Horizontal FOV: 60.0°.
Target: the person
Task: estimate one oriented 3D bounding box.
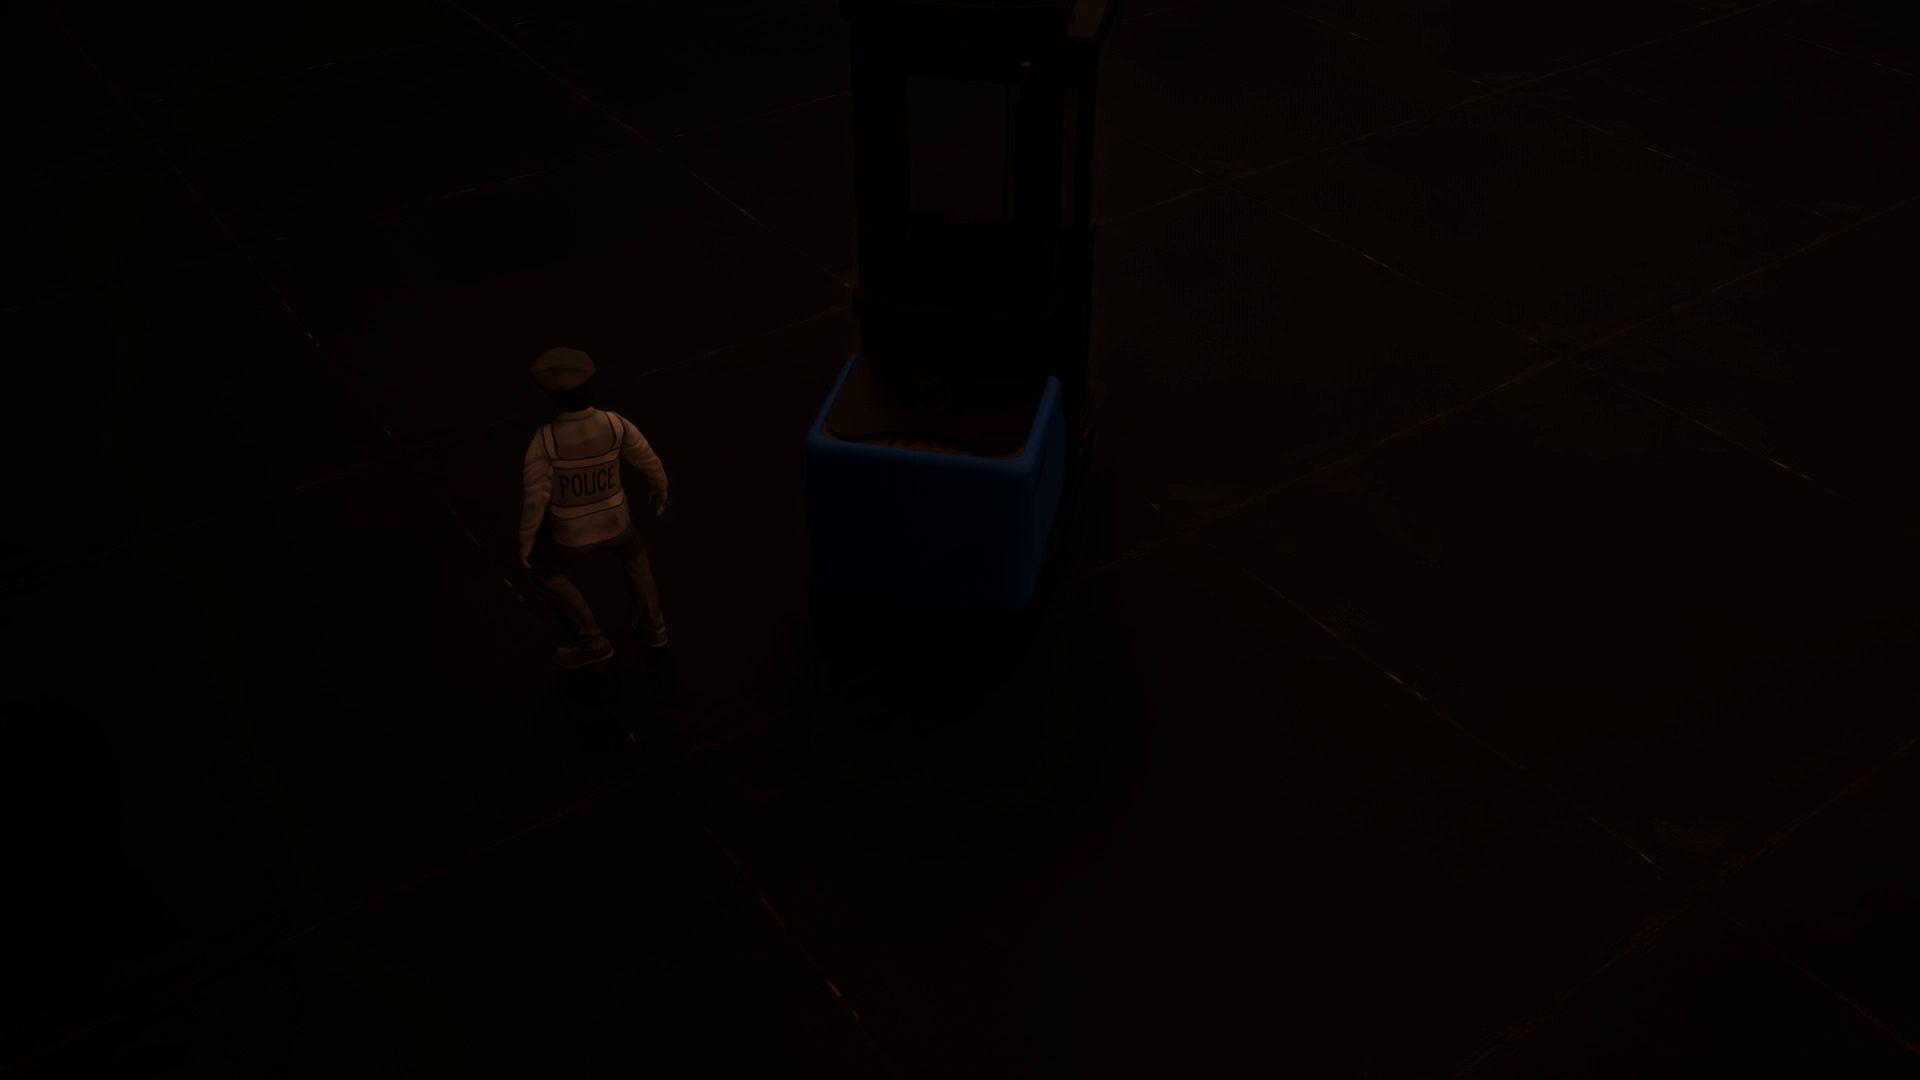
[{"bbox_3d":[-1.590,-0.112,7.231,0.715,1.606,0.418,-17,40,-22],"label":"person"}]

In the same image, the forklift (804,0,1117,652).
[{"bbox_3d":[0.110,-1.543,8.031,1.130,2.935,3.031,7,37,9],"label":"forklift"}]
